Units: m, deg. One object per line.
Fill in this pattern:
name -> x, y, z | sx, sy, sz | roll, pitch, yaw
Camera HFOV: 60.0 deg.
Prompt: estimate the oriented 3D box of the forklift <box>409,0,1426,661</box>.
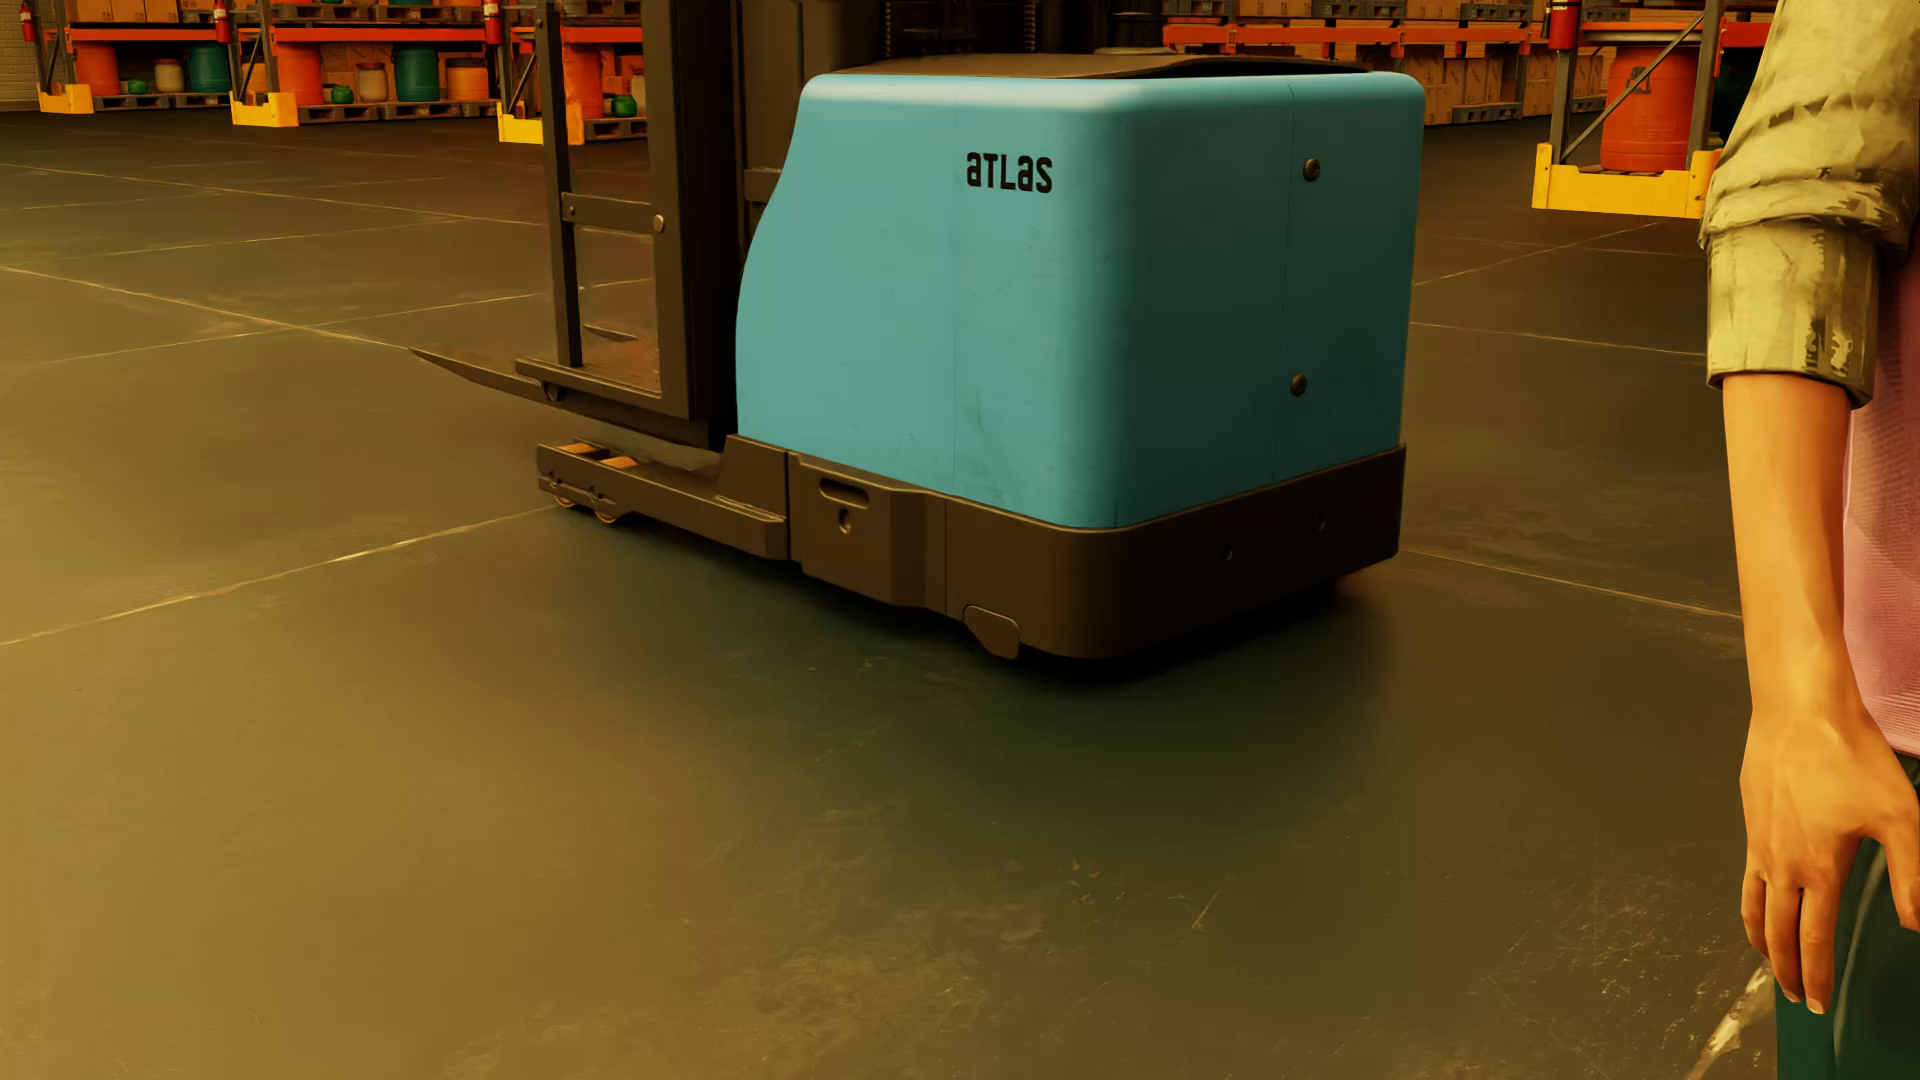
forklift -> -0.422, -1.531, 3.939 | 1.130, 2.935, 3.031 | -15, 23, -41
